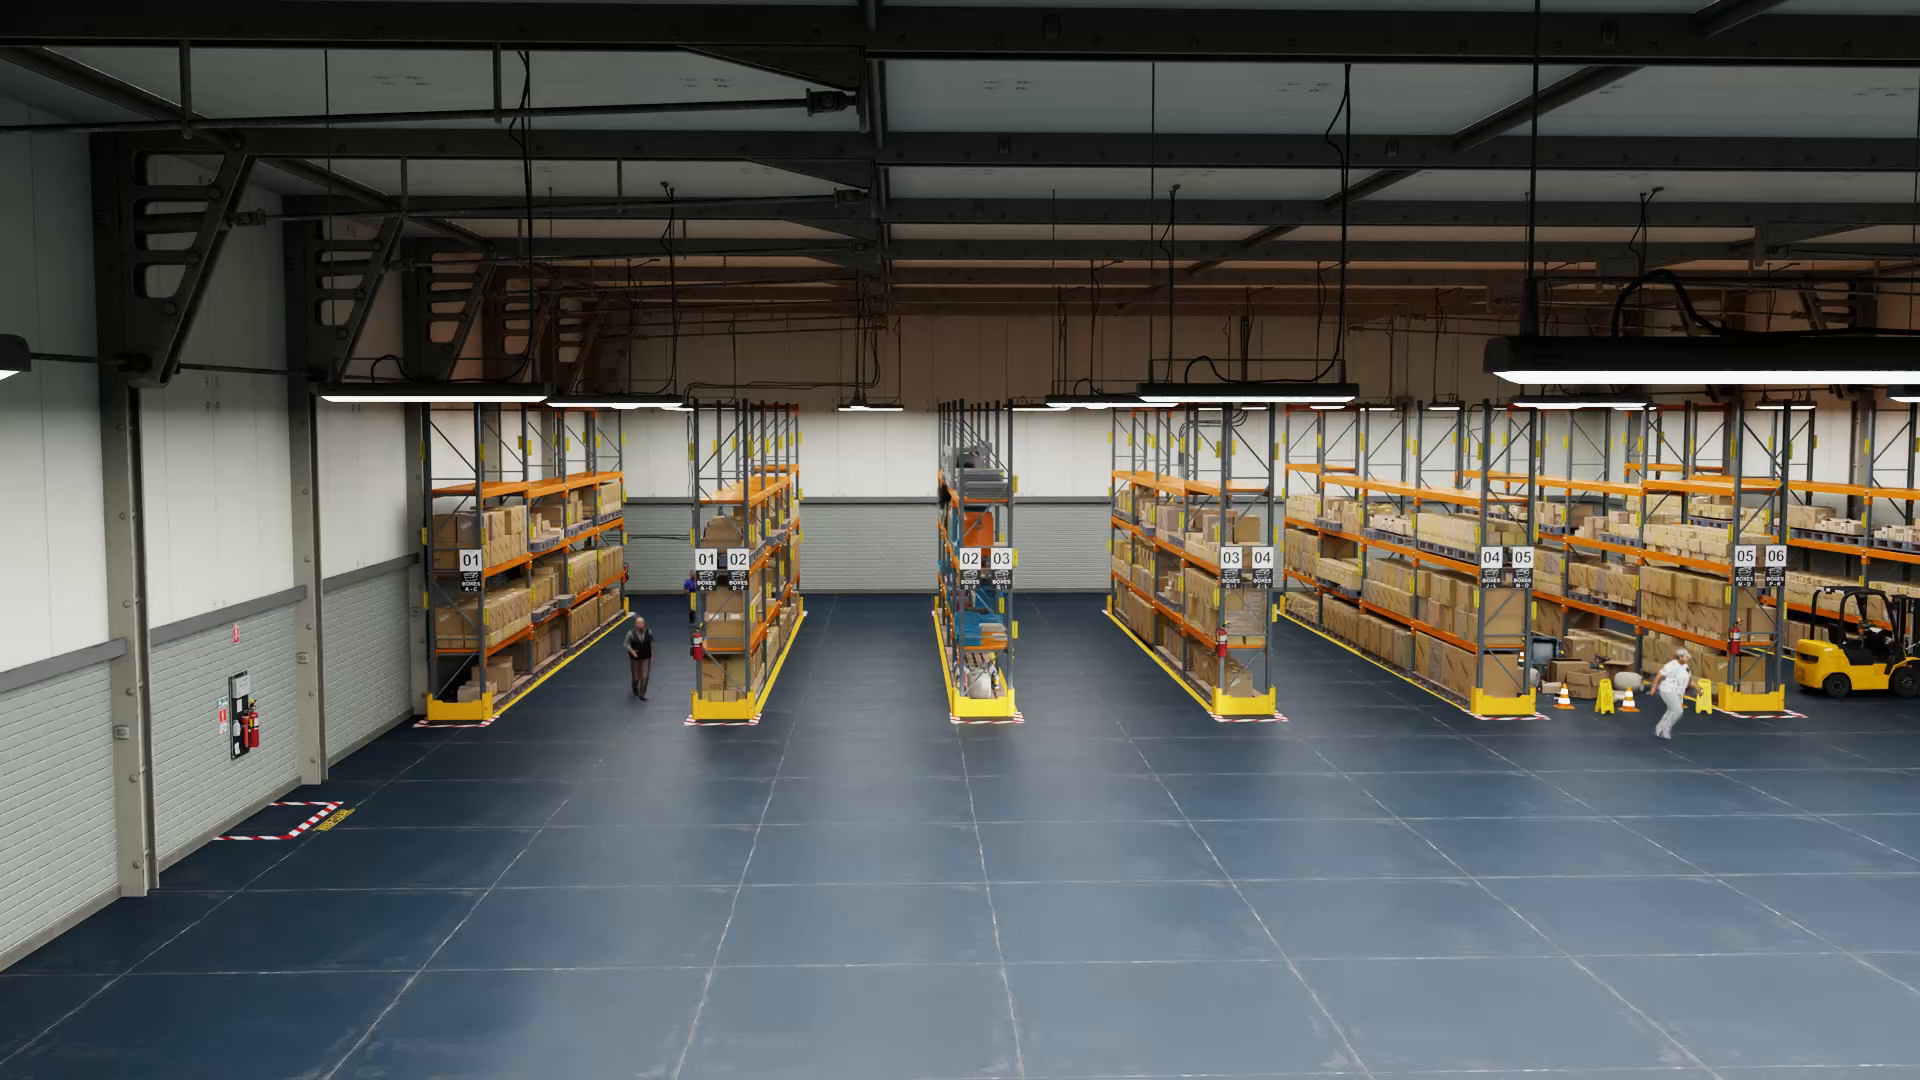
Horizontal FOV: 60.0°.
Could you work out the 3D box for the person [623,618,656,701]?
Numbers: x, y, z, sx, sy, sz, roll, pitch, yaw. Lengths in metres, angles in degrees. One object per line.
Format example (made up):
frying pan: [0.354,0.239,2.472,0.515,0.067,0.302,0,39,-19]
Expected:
person: [-6.411,2.373,33.297,0.657,1.670,0.721,-1,5,-17]

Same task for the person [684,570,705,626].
person: [-7.106,1.560,44.518,0.586,1.549,0.874,-1,4,-14]

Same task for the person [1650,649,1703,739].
person: [12.560,2.695,29.137,0.587,1.606,0.781,-3,5,-33]
